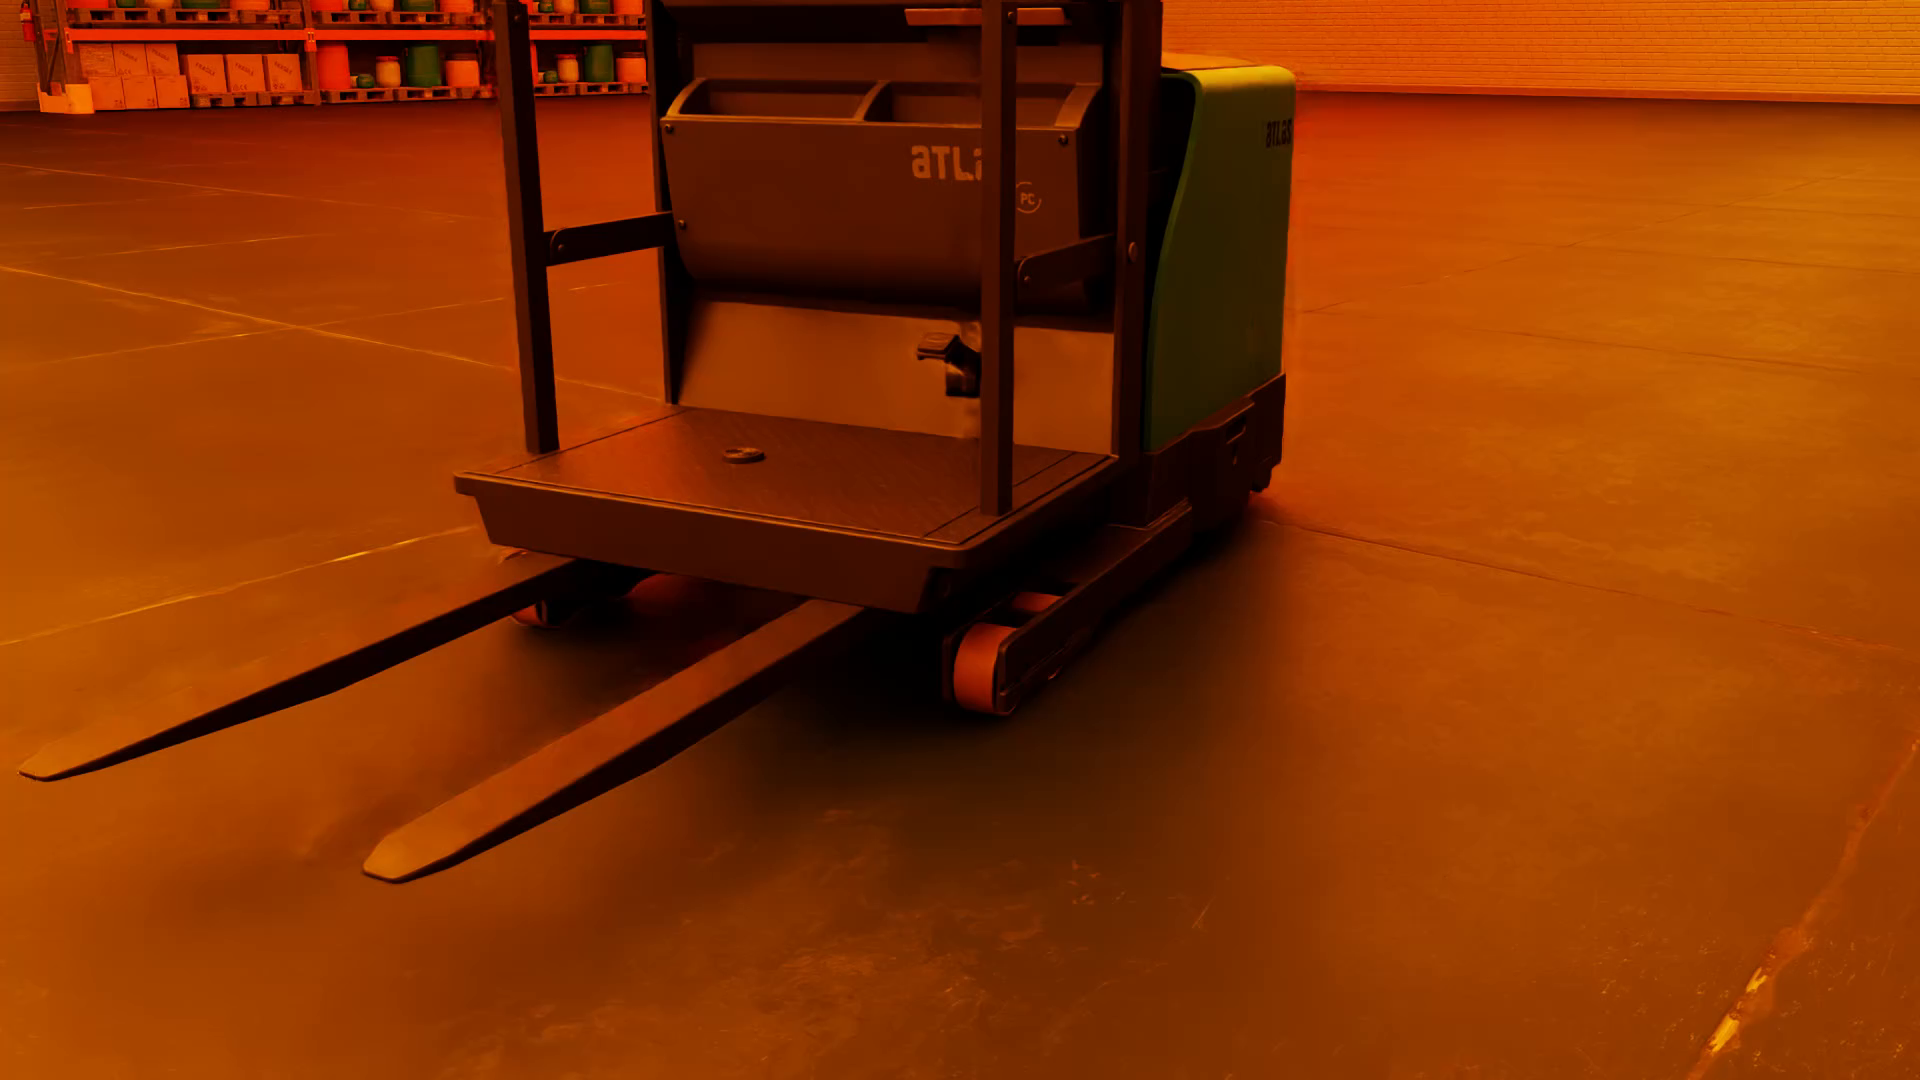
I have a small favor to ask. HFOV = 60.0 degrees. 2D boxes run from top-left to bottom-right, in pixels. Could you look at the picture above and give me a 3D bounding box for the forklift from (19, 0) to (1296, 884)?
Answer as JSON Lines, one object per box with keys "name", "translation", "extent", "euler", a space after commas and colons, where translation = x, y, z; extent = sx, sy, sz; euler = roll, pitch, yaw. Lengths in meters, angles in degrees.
{"name": "forklift", "translation": [-0.263, -1.237, 2.973], "extent": [1.130, 2.935, 3.031], "euler": [8, 19, 25]}
